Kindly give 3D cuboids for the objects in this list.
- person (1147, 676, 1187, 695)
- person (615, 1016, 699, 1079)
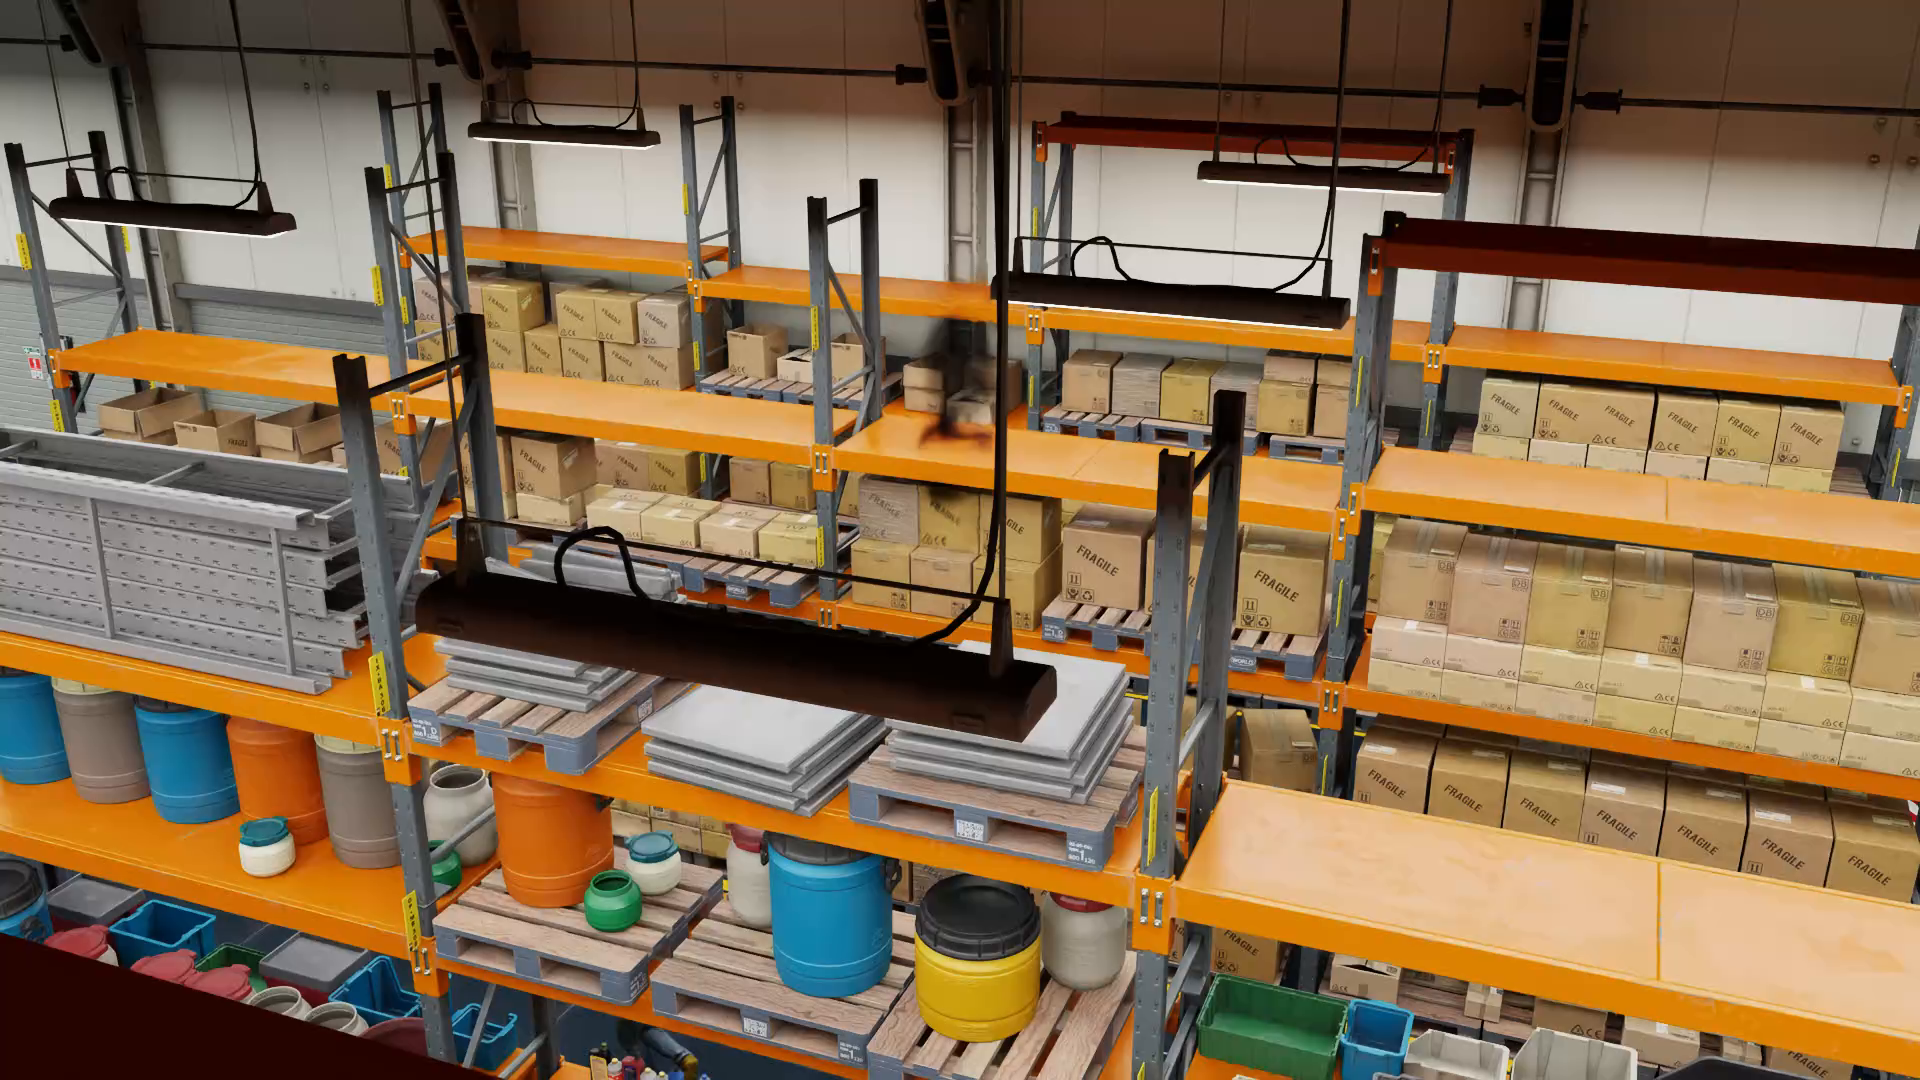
[{"bbox_3d":[2.096,1.502,16.191,0.589,1.609,0.562,4,21,11],"label":"person"},{"bbox_3d":[-2.219,3.216,11.635,0.825,1.692,0.696,11,23,26],"label":"person"}]
